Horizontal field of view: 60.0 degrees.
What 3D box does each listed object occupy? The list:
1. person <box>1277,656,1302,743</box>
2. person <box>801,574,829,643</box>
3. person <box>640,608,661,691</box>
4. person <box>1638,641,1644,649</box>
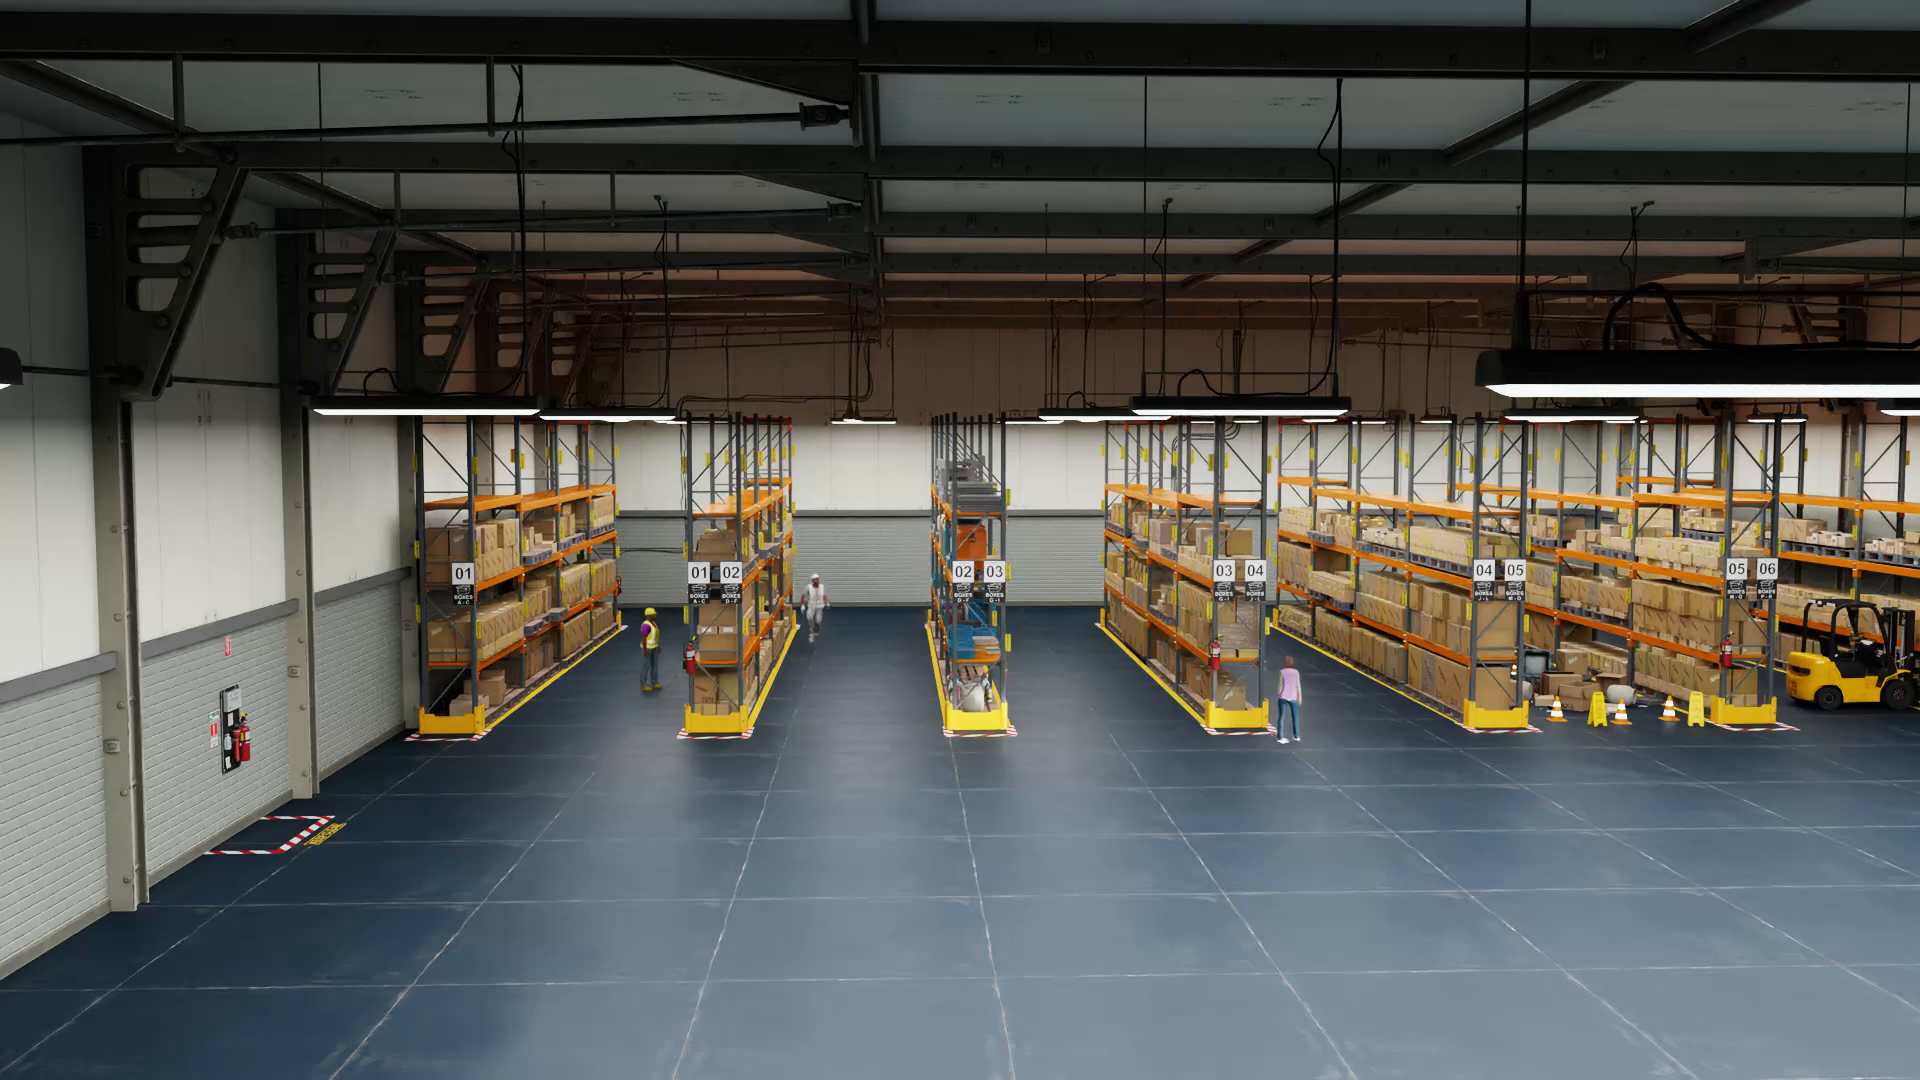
[{"bbox_3d":[5.999,2.878,30.151,0.405,1.597,0.559,2,4,26],"label":"person"},{"bbox_3d":[-3.736,1.736,42.933,0.735,1.725,0.878,0,4,-3],"label":"person"},{"bbox_3d":[-6.729,2.370,36.267,0.411,1.778,0.674,1,4,19],"label":"person"},{"bbox_3d":[16.479,2.107,40.015,0.695,1.784,0.524,4,5,44],"label":"person"}]
